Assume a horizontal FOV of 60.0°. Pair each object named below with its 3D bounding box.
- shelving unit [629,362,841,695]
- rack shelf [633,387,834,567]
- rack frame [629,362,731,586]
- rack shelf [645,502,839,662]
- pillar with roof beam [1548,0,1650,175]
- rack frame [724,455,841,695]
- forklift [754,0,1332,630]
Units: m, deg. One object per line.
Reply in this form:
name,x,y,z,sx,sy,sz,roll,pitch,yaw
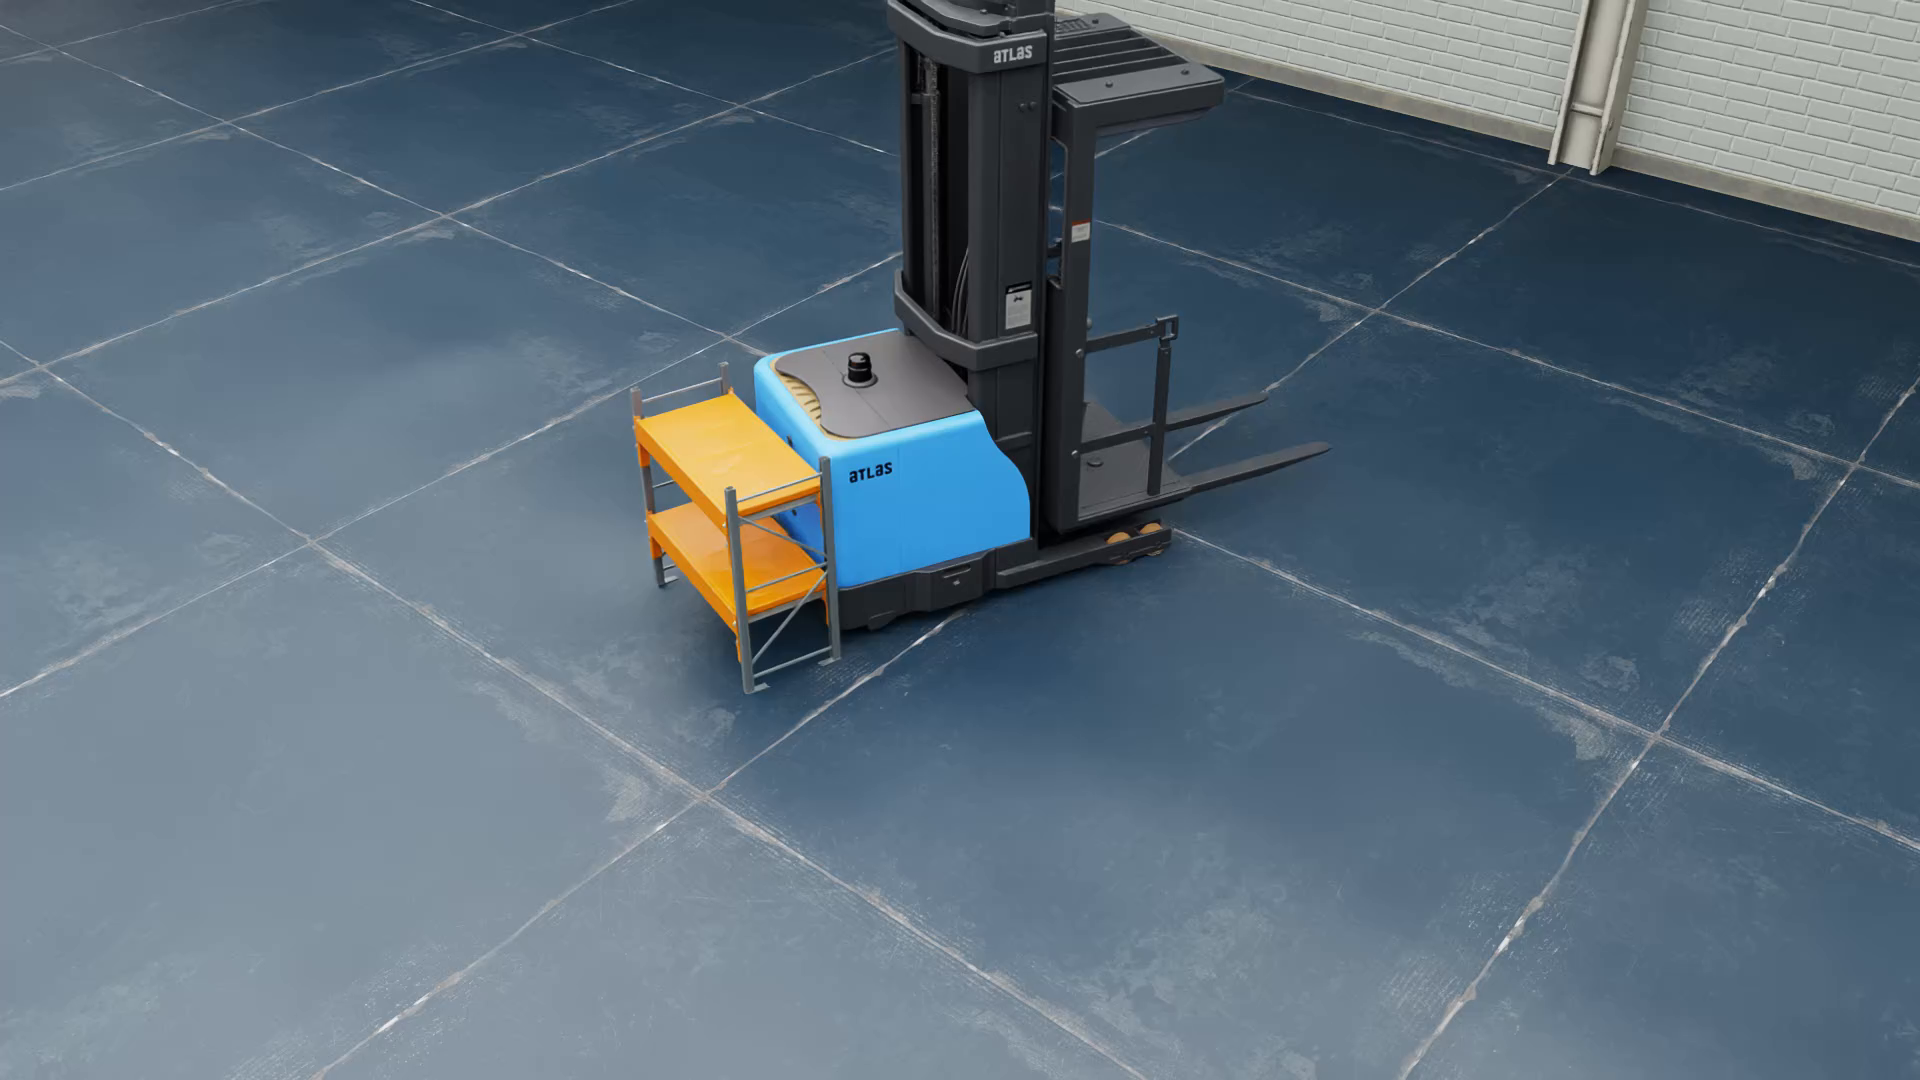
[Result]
shelving unit,-1.058,-0.070,7.857,0.538,1.125,1.048,-20,39,-26
rack shelf,-1.058,-0.311,7.691,0.538,0.278,1.000,-20,39,-26
rack frame,-1.329,-0.313,8.211,0.500,1.125,0.032,-20,39,-26
rack shelf,-1.057,0.131,7.996,0.538,0.278,1.000,-20,39,-26
pillar with roof beam,2.109,-4.792,7.778,0.400,9.000,9.100,25,42,32
rack frame,-0.786,0.173,7.503,0.500,1.125,0.032,-20,39,-26
forklift,0.532,-1.334,8.103,3.031,2.935,1.130,-15,37,-21
